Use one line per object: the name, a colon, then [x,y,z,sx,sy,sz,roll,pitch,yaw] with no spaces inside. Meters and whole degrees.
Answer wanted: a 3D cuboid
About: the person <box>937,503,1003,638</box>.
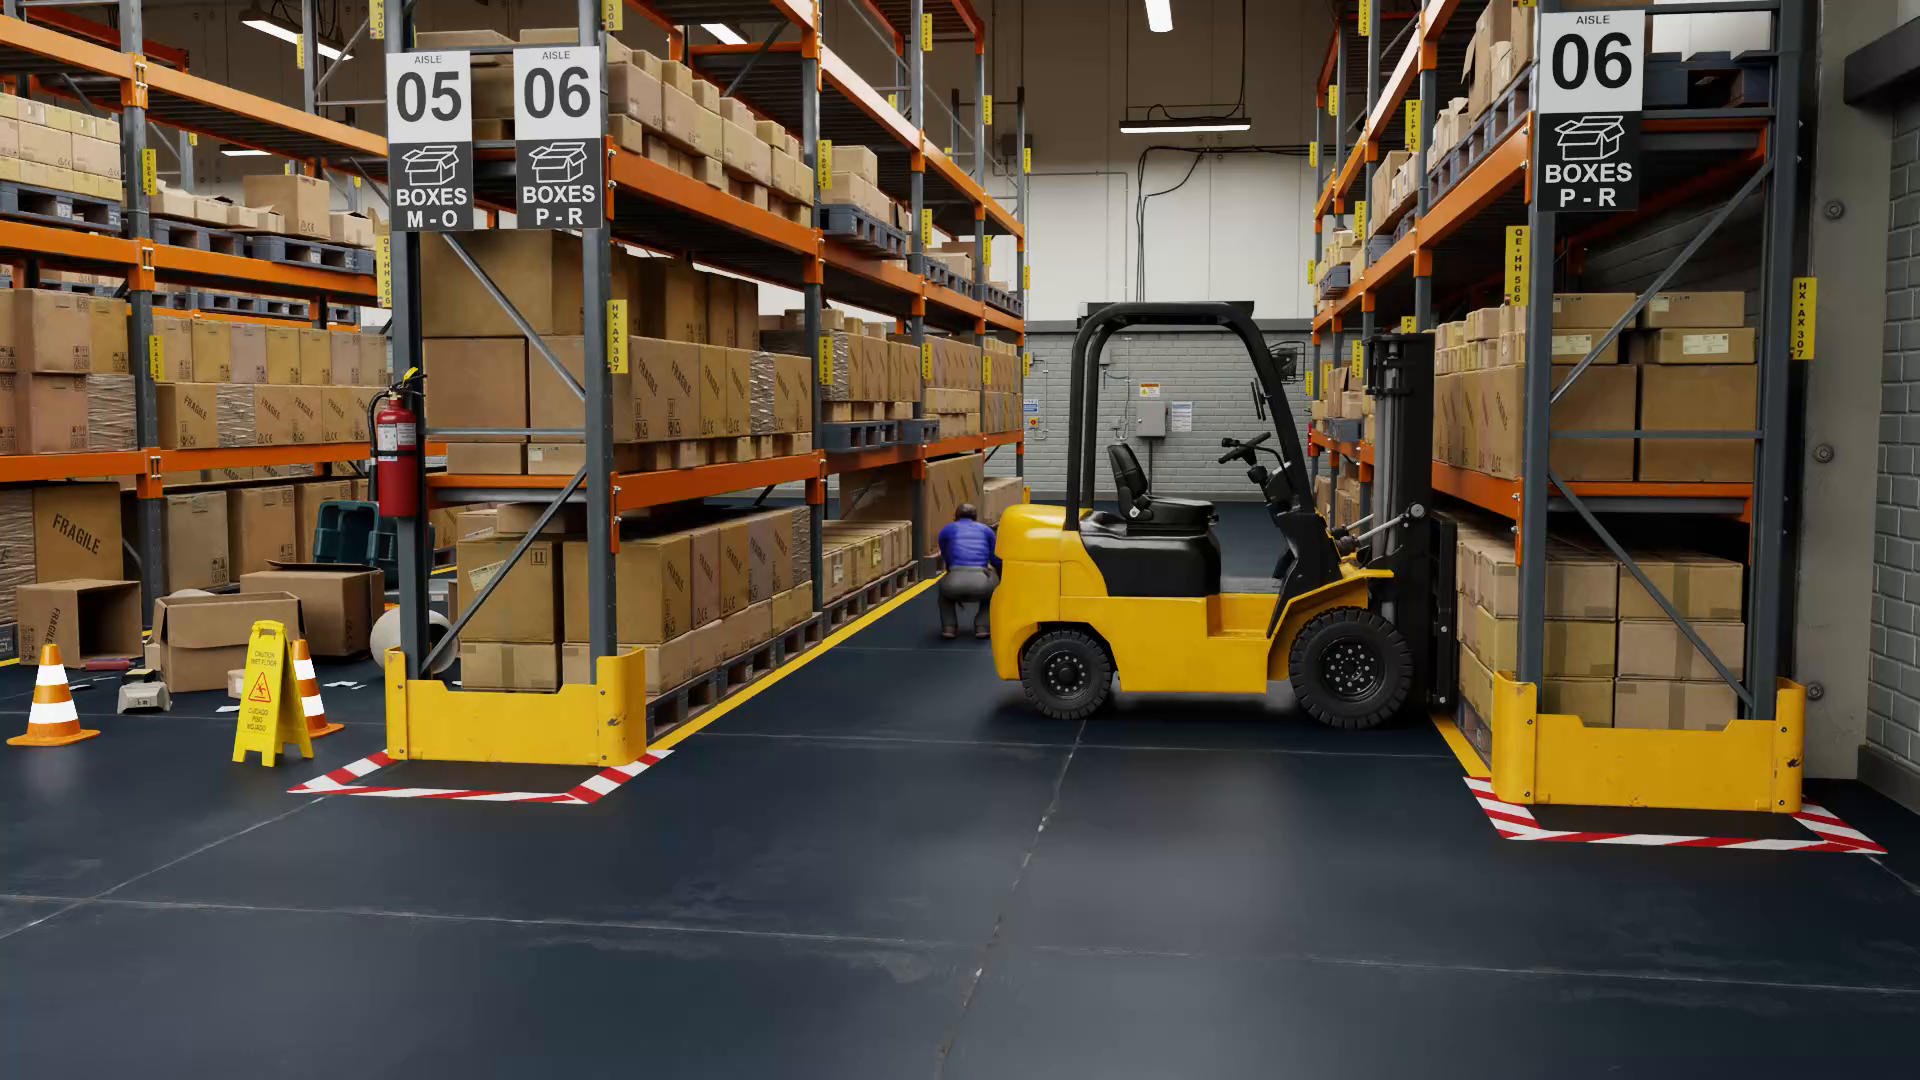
person: [0.073,0.217,11.850,0.483,0.937,0.827,1,5,7]
